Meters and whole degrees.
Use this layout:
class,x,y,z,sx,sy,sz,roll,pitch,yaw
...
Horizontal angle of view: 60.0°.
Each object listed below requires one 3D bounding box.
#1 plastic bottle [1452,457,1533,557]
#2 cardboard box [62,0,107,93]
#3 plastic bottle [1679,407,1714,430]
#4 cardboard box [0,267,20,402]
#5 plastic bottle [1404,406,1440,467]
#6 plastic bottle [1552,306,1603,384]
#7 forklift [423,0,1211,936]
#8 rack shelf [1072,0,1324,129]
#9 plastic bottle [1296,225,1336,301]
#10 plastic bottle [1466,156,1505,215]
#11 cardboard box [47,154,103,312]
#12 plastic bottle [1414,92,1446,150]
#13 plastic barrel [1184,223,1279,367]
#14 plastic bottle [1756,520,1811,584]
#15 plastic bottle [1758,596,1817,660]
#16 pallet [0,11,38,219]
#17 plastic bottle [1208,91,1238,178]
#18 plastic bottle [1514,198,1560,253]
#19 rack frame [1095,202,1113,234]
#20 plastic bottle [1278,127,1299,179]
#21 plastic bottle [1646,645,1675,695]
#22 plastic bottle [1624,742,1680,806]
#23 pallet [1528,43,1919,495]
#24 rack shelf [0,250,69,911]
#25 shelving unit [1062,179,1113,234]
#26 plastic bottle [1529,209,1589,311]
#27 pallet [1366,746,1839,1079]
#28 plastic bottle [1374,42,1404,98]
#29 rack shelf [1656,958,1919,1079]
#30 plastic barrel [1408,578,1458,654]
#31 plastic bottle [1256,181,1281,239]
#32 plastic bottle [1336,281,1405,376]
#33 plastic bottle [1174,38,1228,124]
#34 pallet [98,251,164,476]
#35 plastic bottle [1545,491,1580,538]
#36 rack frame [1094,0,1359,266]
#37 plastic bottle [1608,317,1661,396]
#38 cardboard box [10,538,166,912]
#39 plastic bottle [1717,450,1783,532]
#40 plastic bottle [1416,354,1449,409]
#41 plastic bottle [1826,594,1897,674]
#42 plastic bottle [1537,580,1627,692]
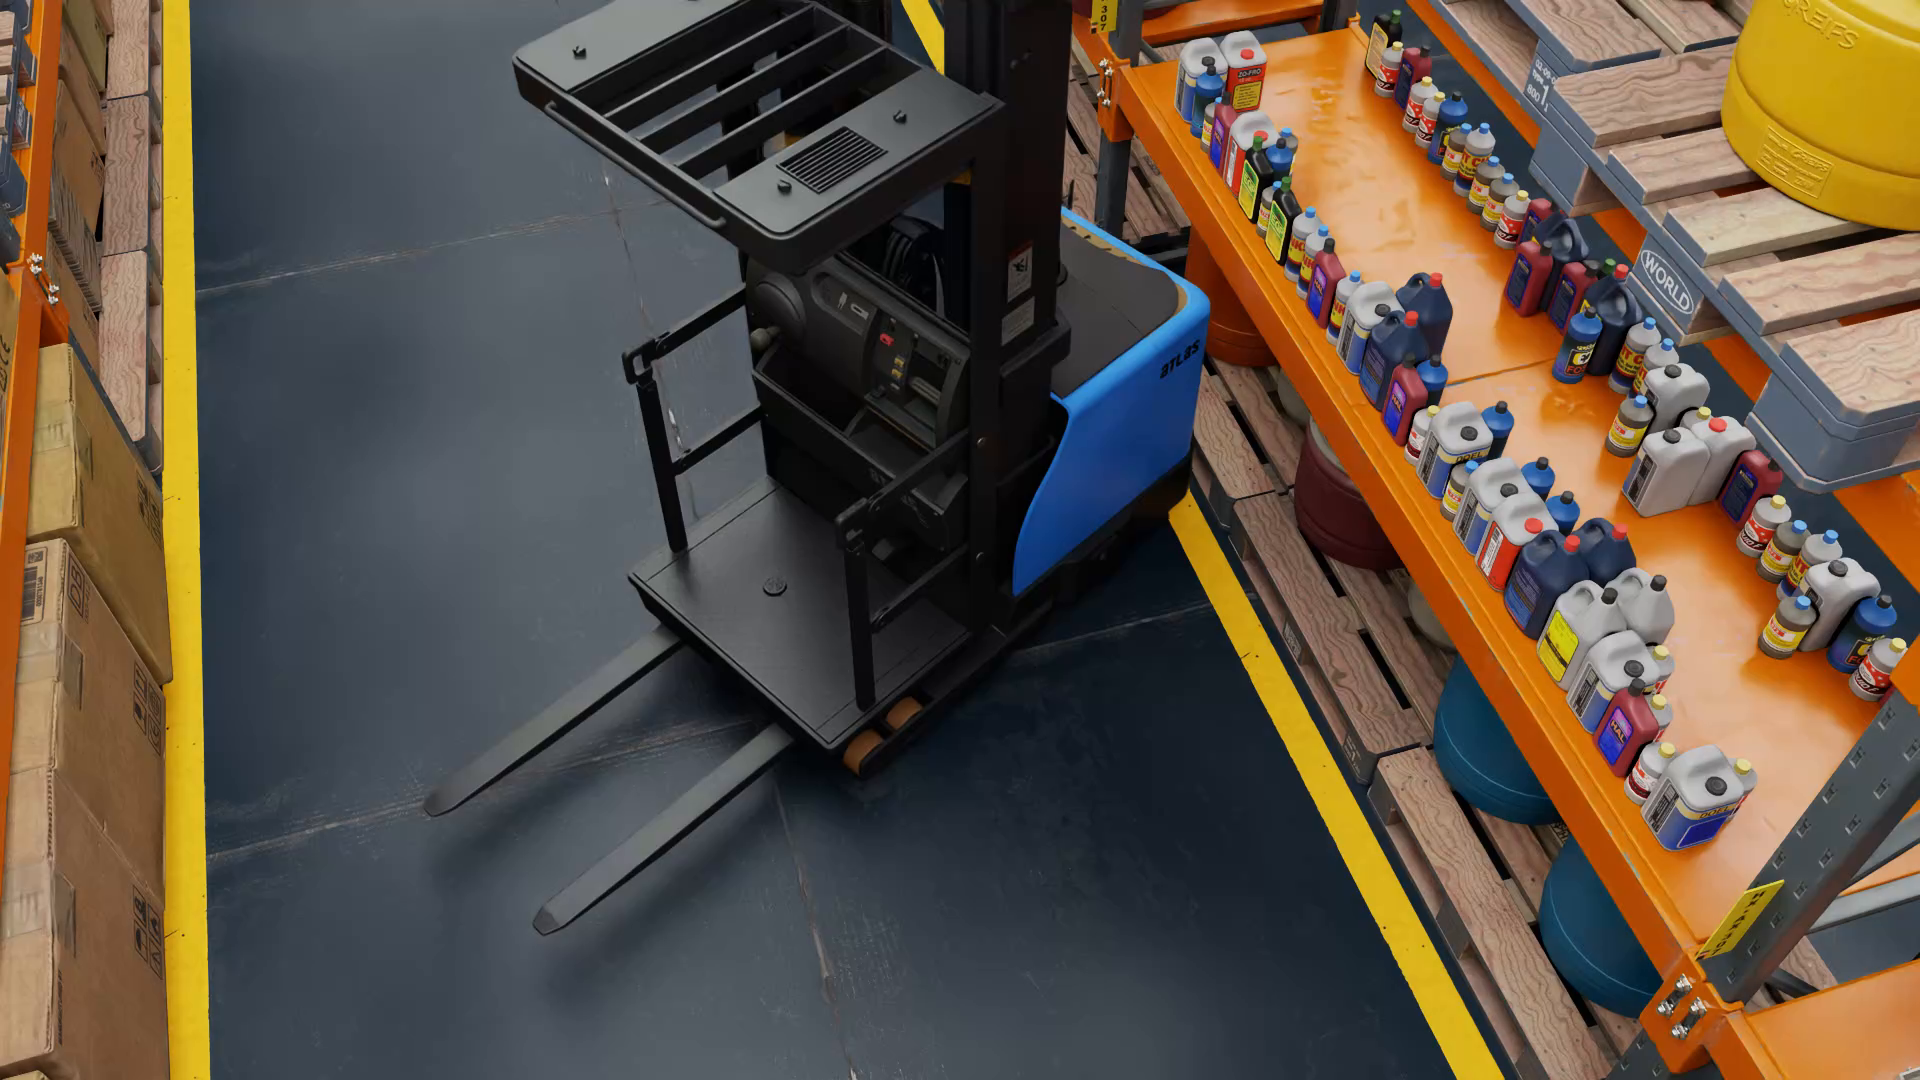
class,x,y,z,sx,sy,sz,roll,pitch,yaw
plastic bottle,1.526,-0.096,4.740,0.152,0.276,0.135,-13,51,-11
cardboard box,-4.565,-2.441,7.983,0.700,0.500,0.500,-14,51,-11
plastic bottle,2.194,-0.315,4.973,0.097,0.201,0.097,0,50,0
cardboard box,-3.283,-0.717,5.117,0.500,0.500,0.500,-12,51,-10
plastic bottle,1.397,-0.320,4.977,0.097,0.201,0.097,0,50,0
plastic bottle,1.930,-0.616,5.182,0.097,0.271,0.097,0,50,0
forklift,-0.484,-0.567,5.101,1.130,2.935,3.031,37,59,27
rack shelf,0.474,-3.338,7.862,1.077,0.370,4.000,-13,51,-11
plastic bottle,1.166,-0.913,5.431,0.097,0.271,0.097,0,50,0
plastic bottle,1.822,-1.234,5.748,0.097,0.201,0.097,0,50,0
cardboard box,-4.059,-1.212,6.947,0.700,0.500,0.500,-17,52,-14
plastic bottle,1.706,-1.518,5.987,0.097,0.201,0.097,0,50,0
plastic barrel,1.227,-1.191,6.727,0.600,0.830,0.708,-13,51,-11
plastic bottle,2.330,0.023,4.688,0.097,0.201,0.097,0,50,0
plastic bottle,2.254,0.227,4.517,0.097,0.201,0.097,0,50,0
pallet,-3.978,-1.424,5.903,1.213,0.211,1.003,-13,51,-11
plastic bottle,0.938,-1.432,5.861,0.061,0.283,0.133,-13,51,-11
plastic bottle,1.931,-1.038,5.529,0.061,0.283,0.133,-13,51,-11
rack frame,0.505,-0.957,6.754,0.006,0.900,0.240,37,58,27
plastic bottle,1.135,-1.360,5.854,0.097,0.201,0.097,0,50,0
plastic bottle,1.829,0.353,4.410,0.097,0.201,0.097,0,50,0
plastic bottle,1.763,0.583,4.216,0.097,0.201,0.097,0,50,0
pallet,1.923,-0.644,3.282,1.213,0.211,1.003,-13,51,-11
rack shelf,-3.074,0.703,4.455,1.077,0.370,4.000,-13,51,-11
shelving unit,0.432,-1.011,6.799,0.210,0.900,0.258,37,58,27
plastic bottle,1.938,-0.934,5.397,0.144,0.351,0.185,-13,51,-11
pallet,2.060,1.138,5.442,1.003,0.211,1.213,-13,51,-11
plastic bottle,1.609,-1.758,6.189,0.097,0.201,0.097,0,50,0
rack shelf,2.840,2.505,2.936,1.077,0.370,4.000,-13,51,-11
plastic barrel,1.813,0.128,5.822,0.421,0.512,0.421,0,50,0
plastic bottle,1.069,-1.130,5.660,0.097,0.201,0.097,0,50,0
plastic bottle,1.295,-0.667,5.221,0.152,0.276,0.135,-13,51,-11
plastic bottle,0.885,-1.680,6.075,0.152,0.276,0.135,-13,51,-11
pallet,-3.895,-0.661,6.959,1.003,0.211,1.213,-13,51,-11
plastic bottle,1.680,-0.038,4.694,0.097,0.271,0.097,0,50,0
rack frame,1.066,-2.109,6.356,1.000,3.000,0.127,-13,51,-11
plastic bottle,2.096,-0.578,5.149,0.097,0.271,0.097,0,50,0
cardboard box,-3.225,0.722,5.084,1.225,0.875,0.875,-13,51,-11
plastic bottle,2.285,-0.163,4.791,0.061,0.283,0.133,-13,51,-11
plastic bottle,1.416,-0.453,5.044,0.097,0.271,0.097,0,50,0
plastic bottle,2.428,0.241,4.459,0.097,0.271,0.097,0,50,0
plastic bottle,1.664,0.231,4.415,0.144,0.351,0.185,-13,51,-11
